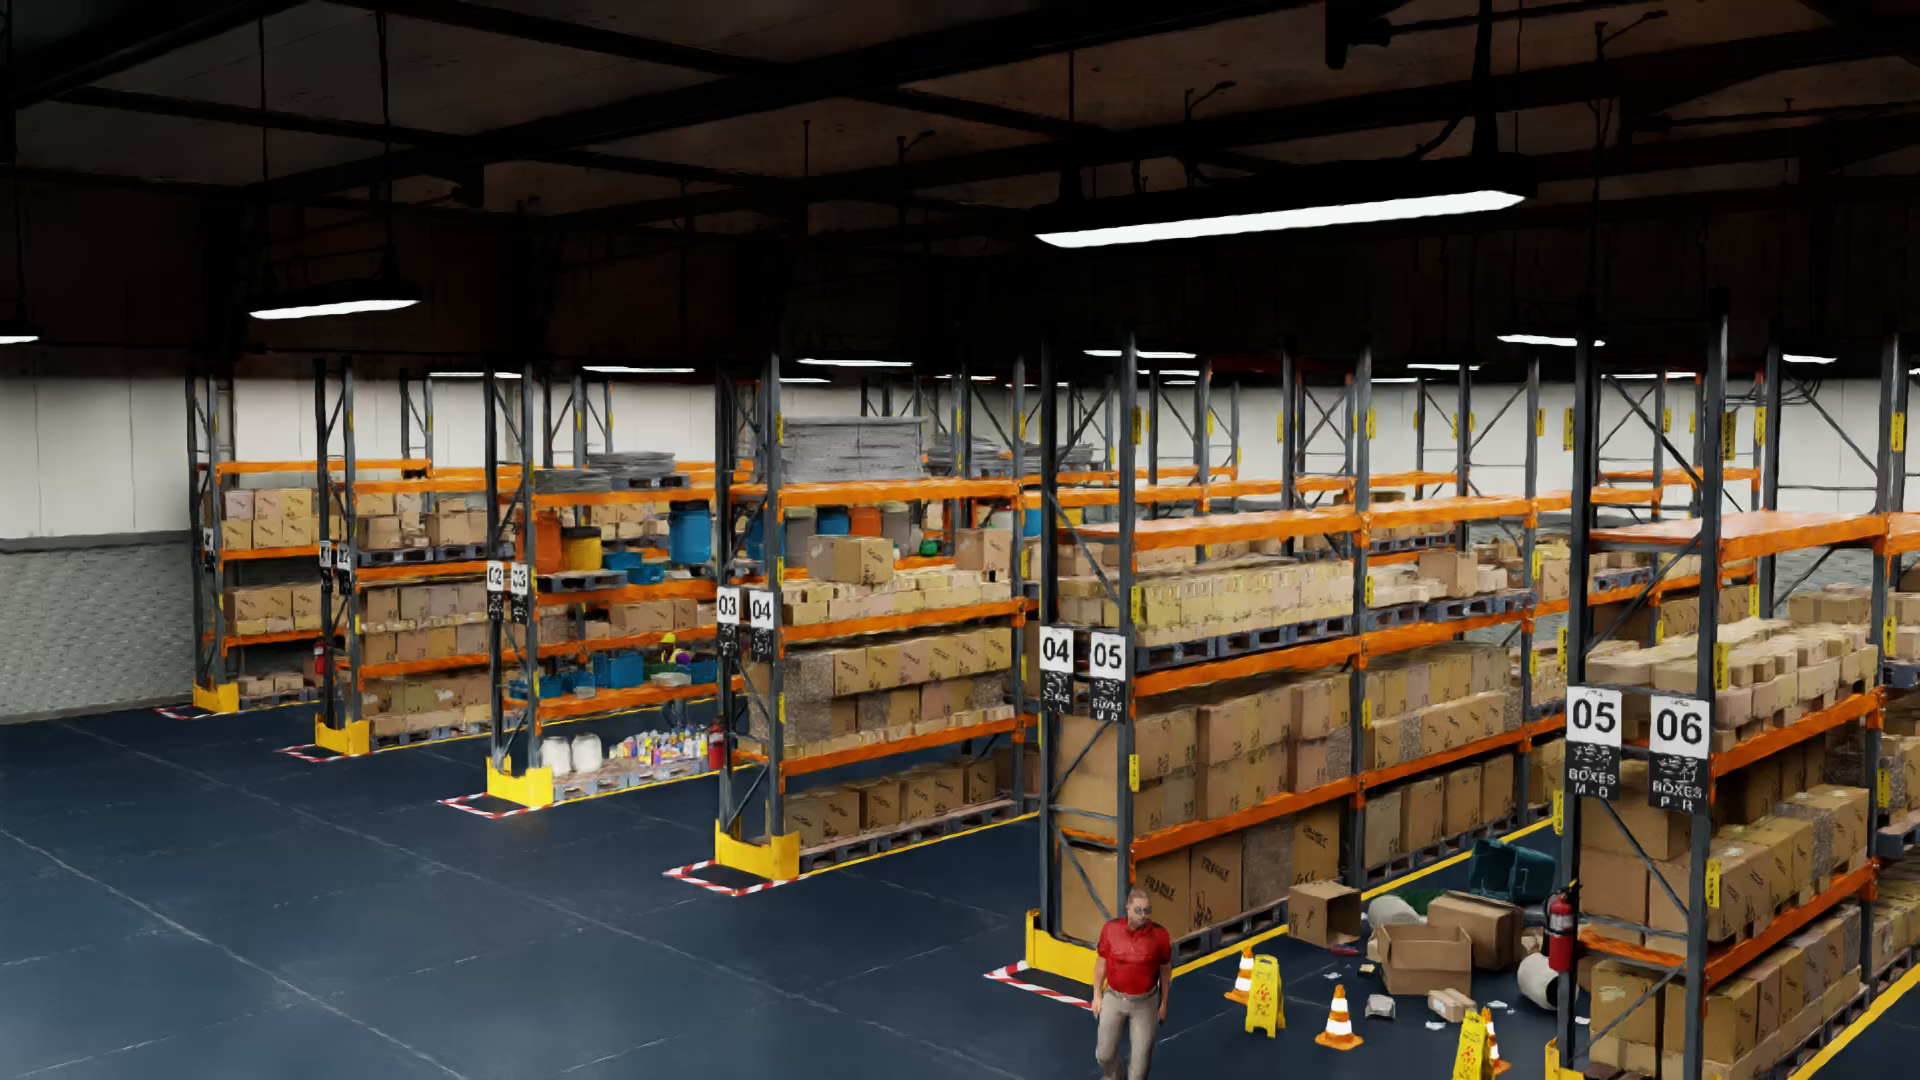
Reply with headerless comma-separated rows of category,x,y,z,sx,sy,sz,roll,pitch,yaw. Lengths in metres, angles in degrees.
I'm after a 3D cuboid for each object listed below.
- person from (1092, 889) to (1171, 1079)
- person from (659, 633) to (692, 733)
person,1.248,3.374,12.231,0.605,1.716,0.558,1,4,8
person,-4.501,2.307,26.245,0.719,1.714,0.578,4,6,42
